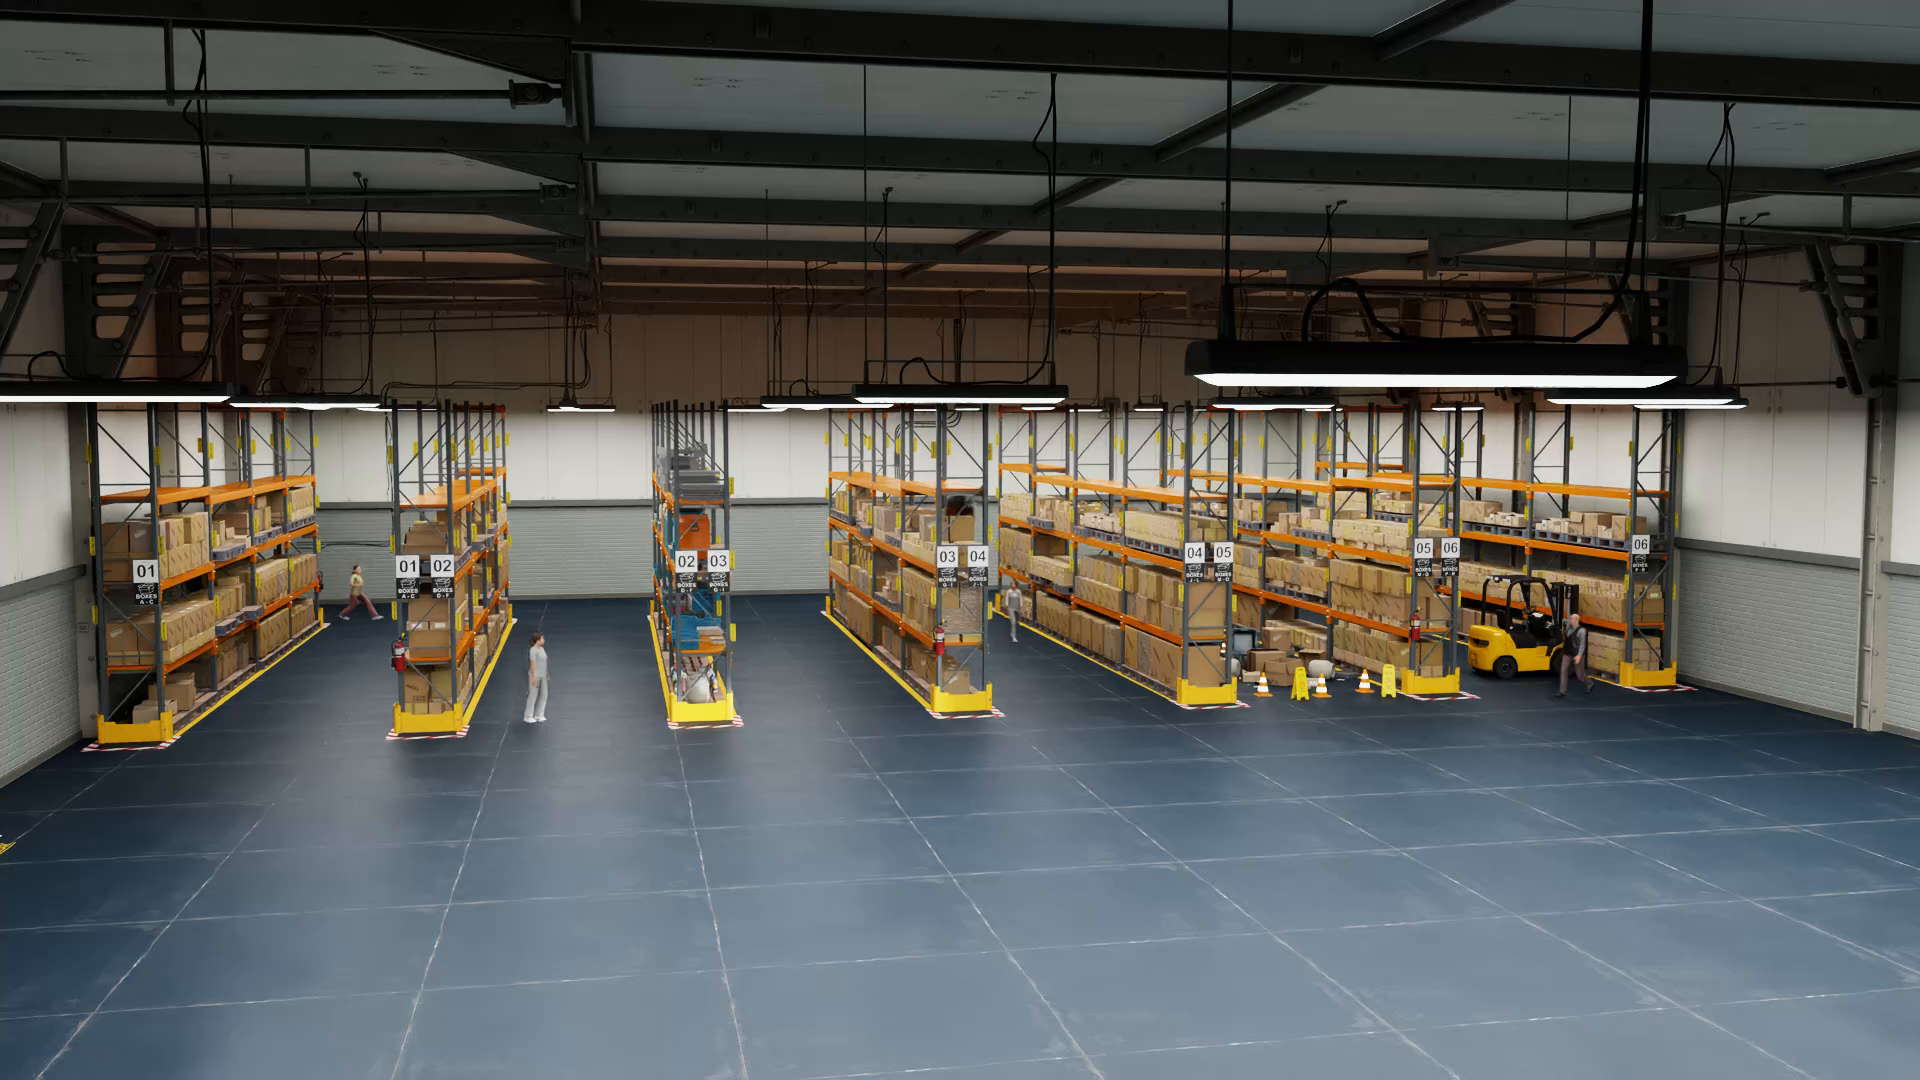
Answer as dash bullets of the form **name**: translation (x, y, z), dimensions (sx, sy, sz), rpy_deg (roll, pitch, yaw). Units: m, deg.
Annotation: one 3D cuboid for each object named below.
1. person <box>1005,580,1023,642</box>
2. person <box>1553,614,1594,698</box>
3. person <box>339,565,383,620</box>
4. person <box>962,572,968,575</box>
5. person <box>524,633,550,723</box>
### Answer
- **person**: translation (1.370, 1.779, 42.035), dimensions (0.414, 1.545, 0.939), rpy_deg (-1, 4, -15)
- **person**: translation (12.432, 2.345, 33.607), dimensions (0.946, 1.698, 0.529), rpy_deg (-3, 5, -31)
- **person**: translation (-16.634, 1.463, 45.925), dimensions (1.195, 1.548, 0.642), rpy_deg (0, 4, 3)
- **person**: translation (-0.020, 1.153, 49.090), dimensions (0.625, 1.785, 0.436), rpy_deg (-4, 6, -42)
- **person**: translation (-7.883, 2.561, 31.017), dimensions (0.398, 1.655, 0.528), rpy_deg (2, 5, 23)
